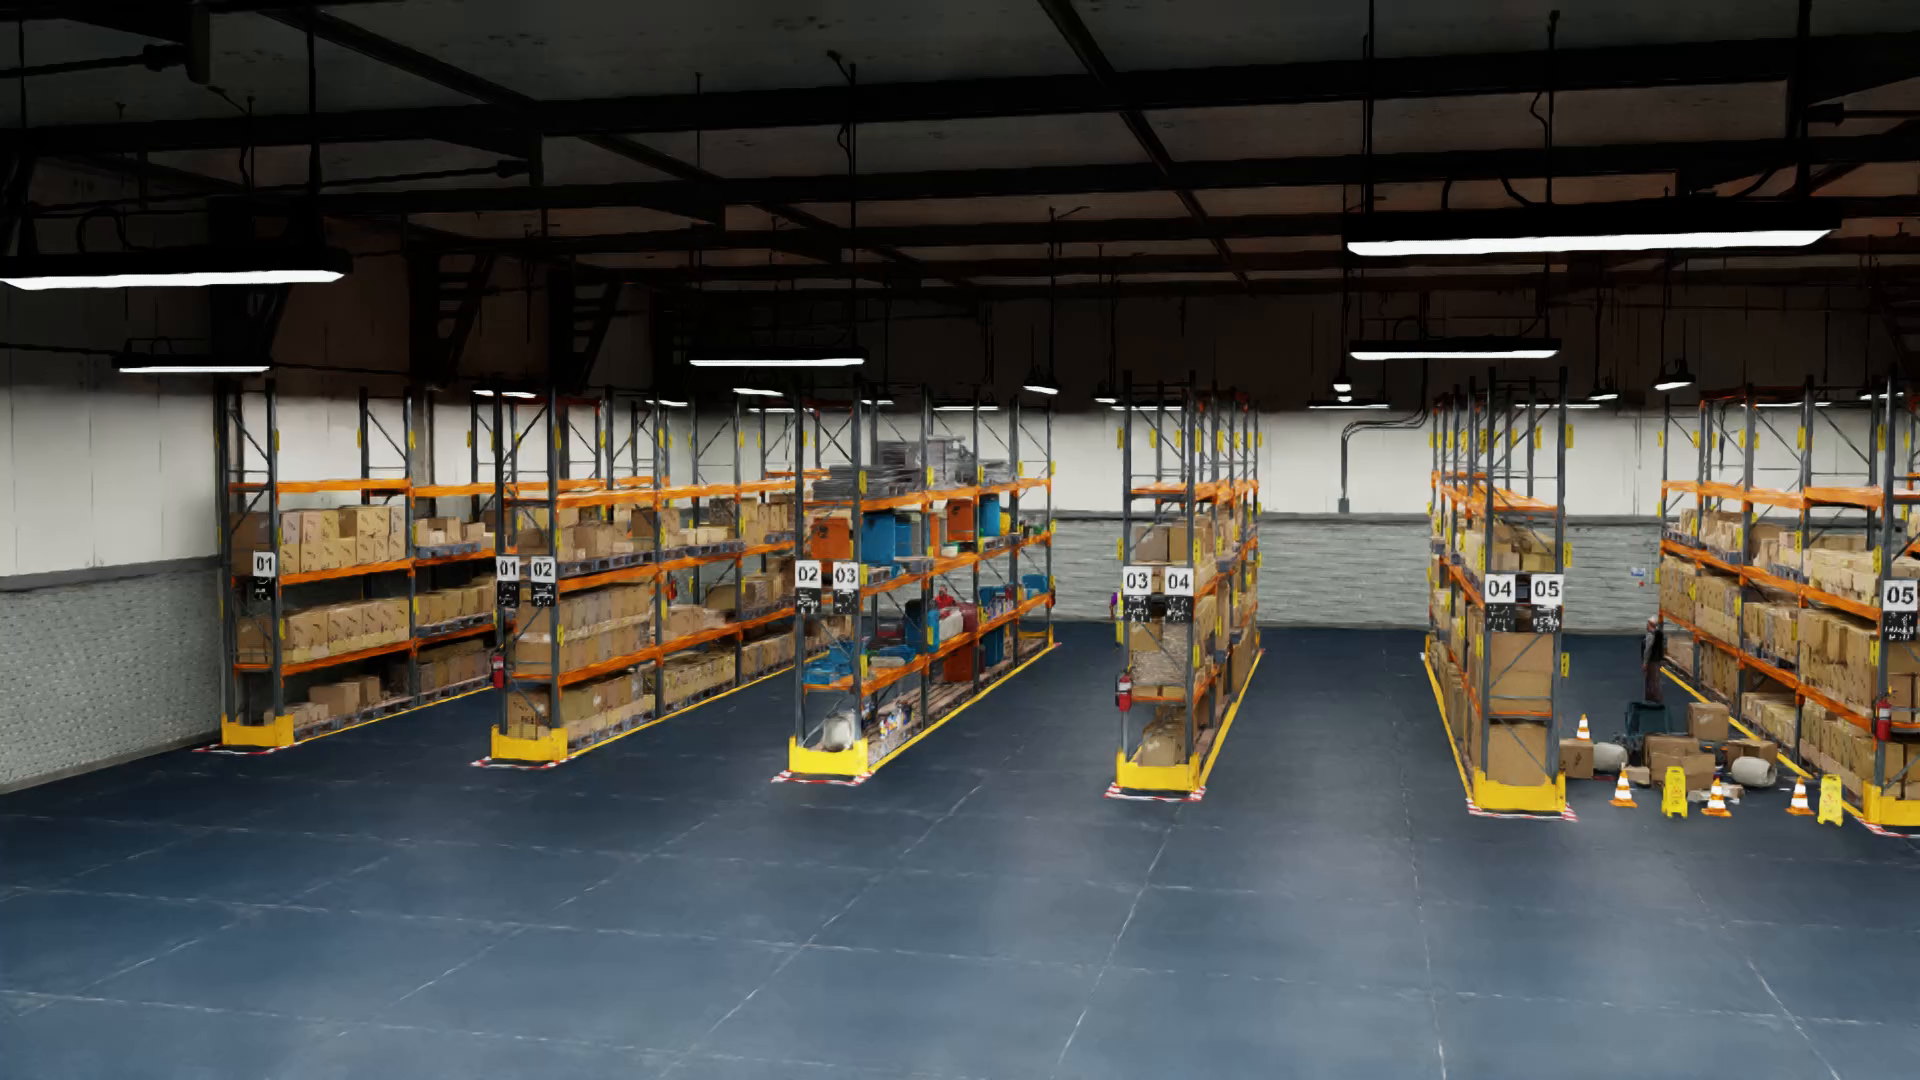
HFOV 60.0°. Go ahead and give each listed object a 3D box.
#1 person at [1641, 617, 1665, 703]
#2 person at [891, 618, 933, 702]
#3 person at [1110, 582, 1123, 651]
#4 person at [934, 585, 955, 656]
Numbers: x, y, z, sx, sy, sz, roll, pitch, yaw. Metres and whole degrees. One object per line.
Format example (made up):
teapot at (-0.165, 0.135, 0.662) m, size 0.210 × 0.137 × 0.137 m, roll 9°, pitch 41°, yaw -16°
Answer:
person at (12.787, 2.284, 30.800) m, size 0.586 × 1.708 × 0.639 m, roll 3°, pitch 4°, yaw 37°
person at (-0.901, 2.279, 31.759) m, size 0.517 × 1.623 × 0.946 m, roll 2°, pitch 4°, yaw 34°
person at (3.879, 1.805, 39.165) m, size 0.719 × 1.714 × 0.578 m, roll 1°, pitch 3°, yaw 11°
person at (-0.388, 1.855, 38.470) m, size 0.542 × 1.645 × 1.126 m, roll 1°, pitch 4°, yaw 16°
